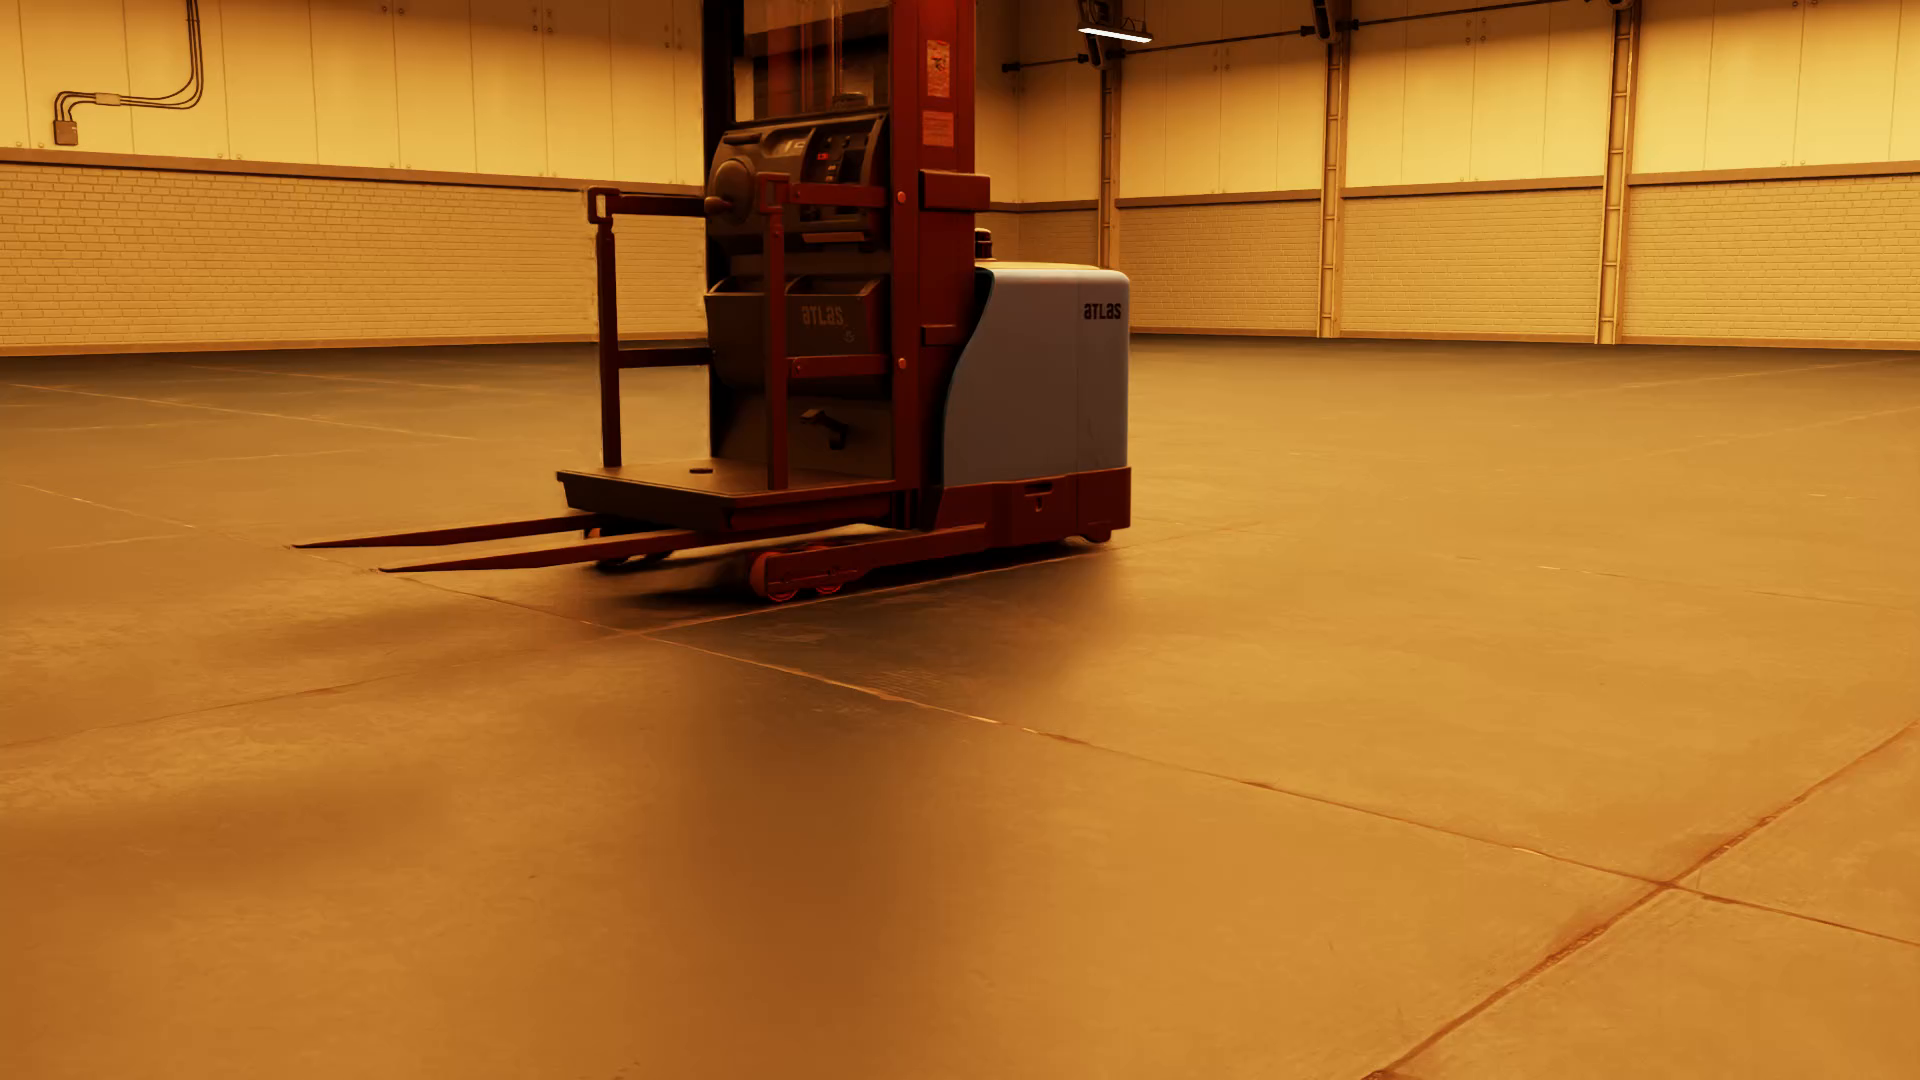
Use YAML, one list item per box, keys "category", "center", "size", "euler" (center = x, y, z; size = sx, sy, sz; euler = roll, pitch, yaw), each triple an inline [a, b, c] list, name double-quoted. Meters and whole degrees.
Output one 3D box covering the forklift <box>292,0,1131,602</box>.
- category: "forklift"
  center: [-0.738, -1.335, 5.738]
  size: [3.031, 2.935, 1.130]
  euler: [-8, 12, -43]
